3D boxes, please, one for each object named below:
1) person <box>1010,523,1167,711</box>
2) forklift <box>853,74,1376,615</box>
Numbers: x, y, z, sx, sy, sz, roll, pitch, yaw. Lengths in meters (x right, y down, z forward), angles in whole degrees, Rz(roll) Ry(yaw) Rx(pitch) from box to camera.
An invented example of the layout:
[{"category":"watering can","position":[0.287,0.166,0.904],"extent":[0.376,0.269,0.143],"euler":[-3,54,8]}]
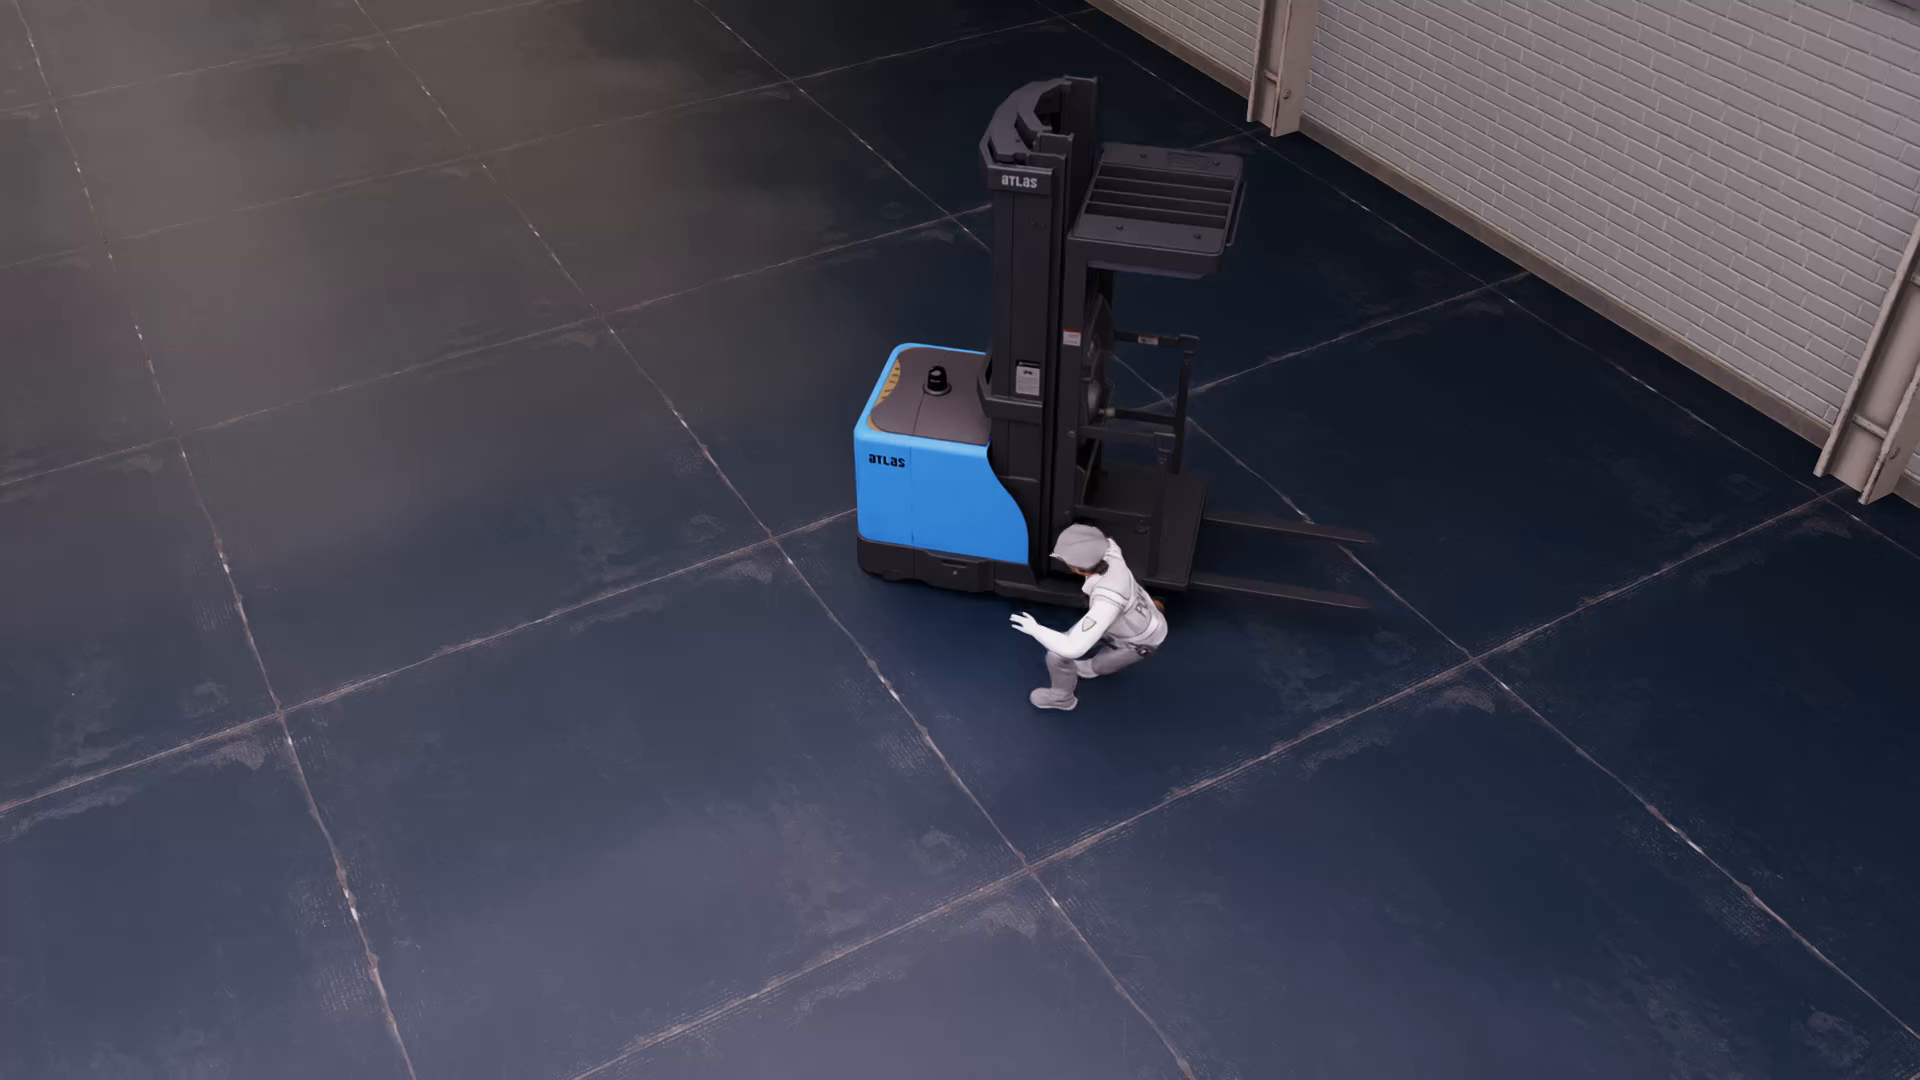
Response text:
[{"category":"person","position":[0.616,0.438,8.650],"extent":[0.838,1.429,0.916],"euler":[-11,41,-13]},{"category":"forklift","position":[0.953,-0.997,9.239],"extent":[3.031,2.935,1.130],"euler":[9,40,10]}]
